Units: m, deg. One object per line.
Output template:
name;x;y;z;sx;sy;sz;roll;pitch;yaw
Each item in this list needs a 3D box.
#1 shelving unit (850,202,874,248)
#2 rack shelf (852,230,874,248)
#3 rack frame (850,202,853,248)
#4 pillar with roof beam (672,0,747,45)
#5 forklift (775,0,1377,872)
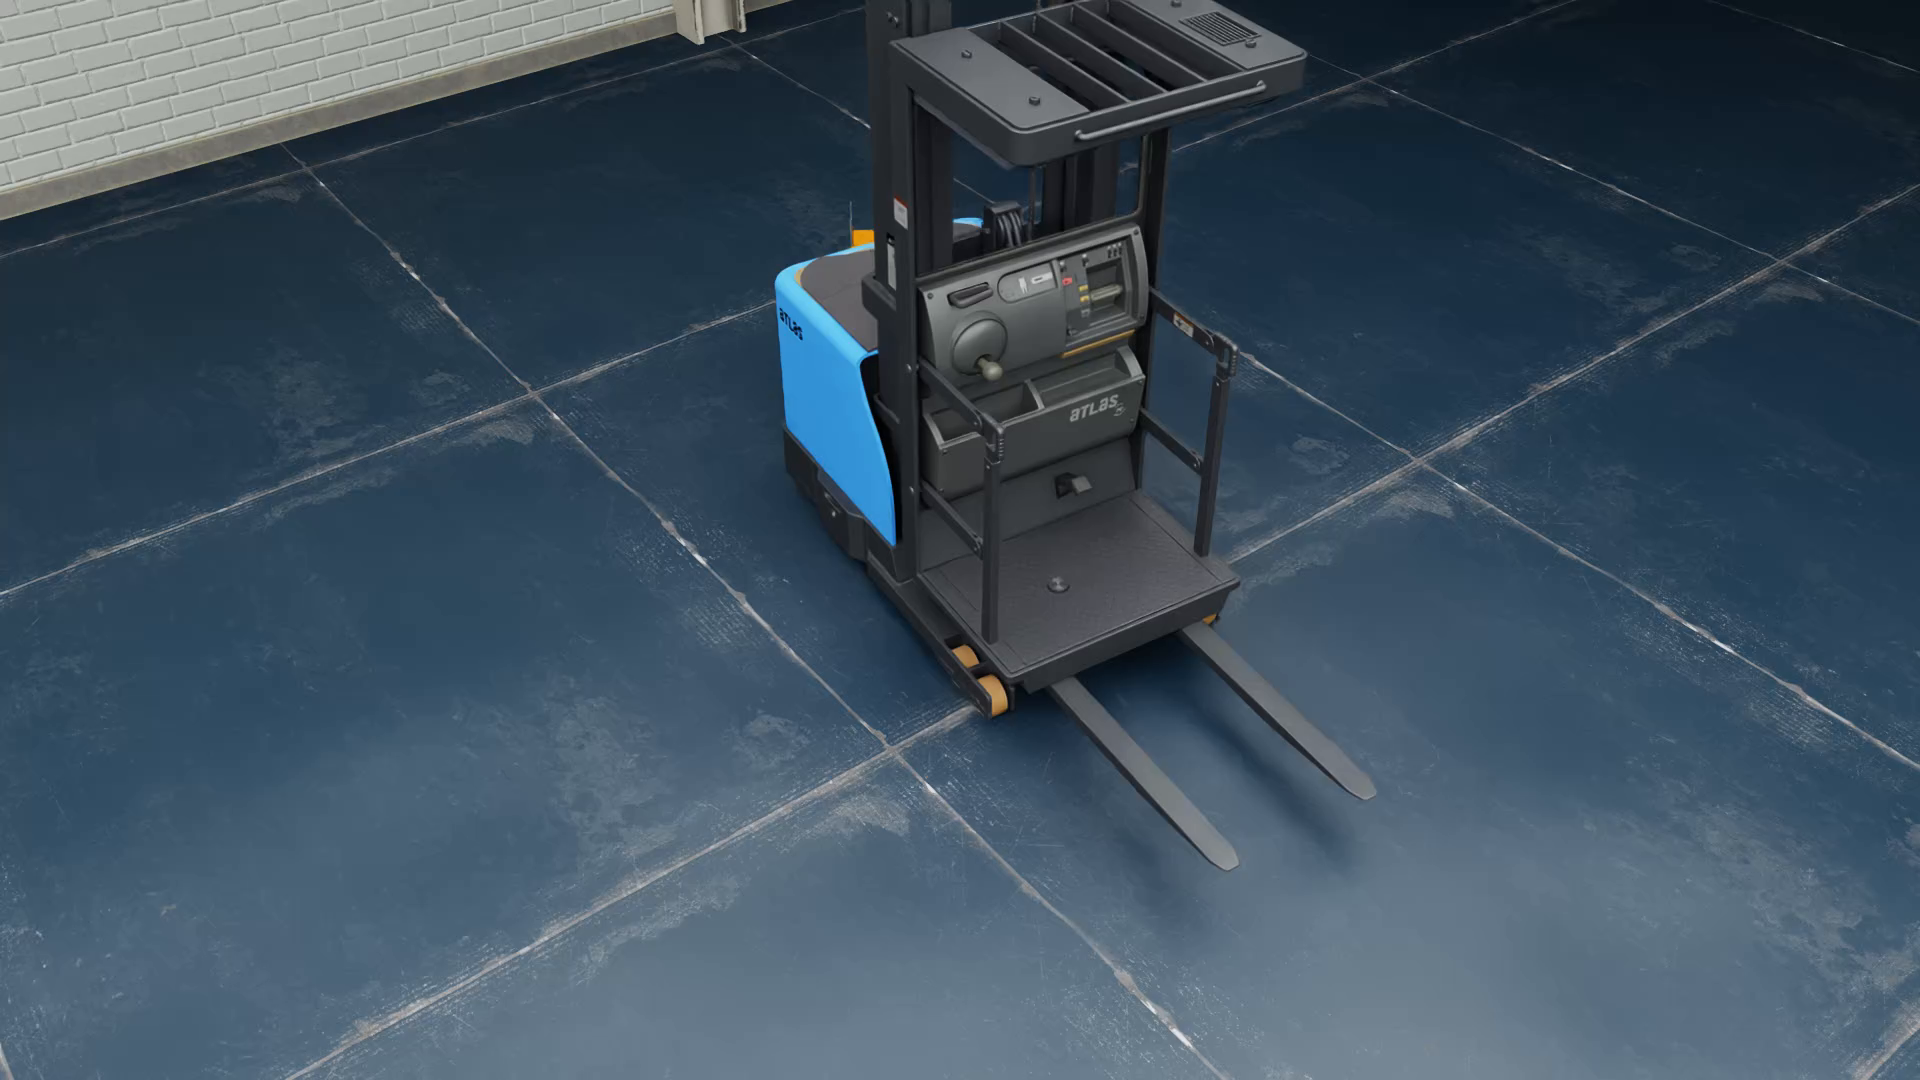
shelving unit;-0.361;-1.036;7.676;0.252;1.050;0.215;-2;36;-2
rack shelf;-0.362;-1.256;7.514;0.240;0.259;0.215;-2;36;-2
rack frame;-0.483;-1.032;7.671;0.008;1.050;0.200;-2;36;-2
pillar with roof beam;0.892;-4.858;6.077;0.400;9.000;9.100;-26;46;-28
forklift;0.398;-0.787;5.898;1.130;2.935;3.031;-21;44;-23
